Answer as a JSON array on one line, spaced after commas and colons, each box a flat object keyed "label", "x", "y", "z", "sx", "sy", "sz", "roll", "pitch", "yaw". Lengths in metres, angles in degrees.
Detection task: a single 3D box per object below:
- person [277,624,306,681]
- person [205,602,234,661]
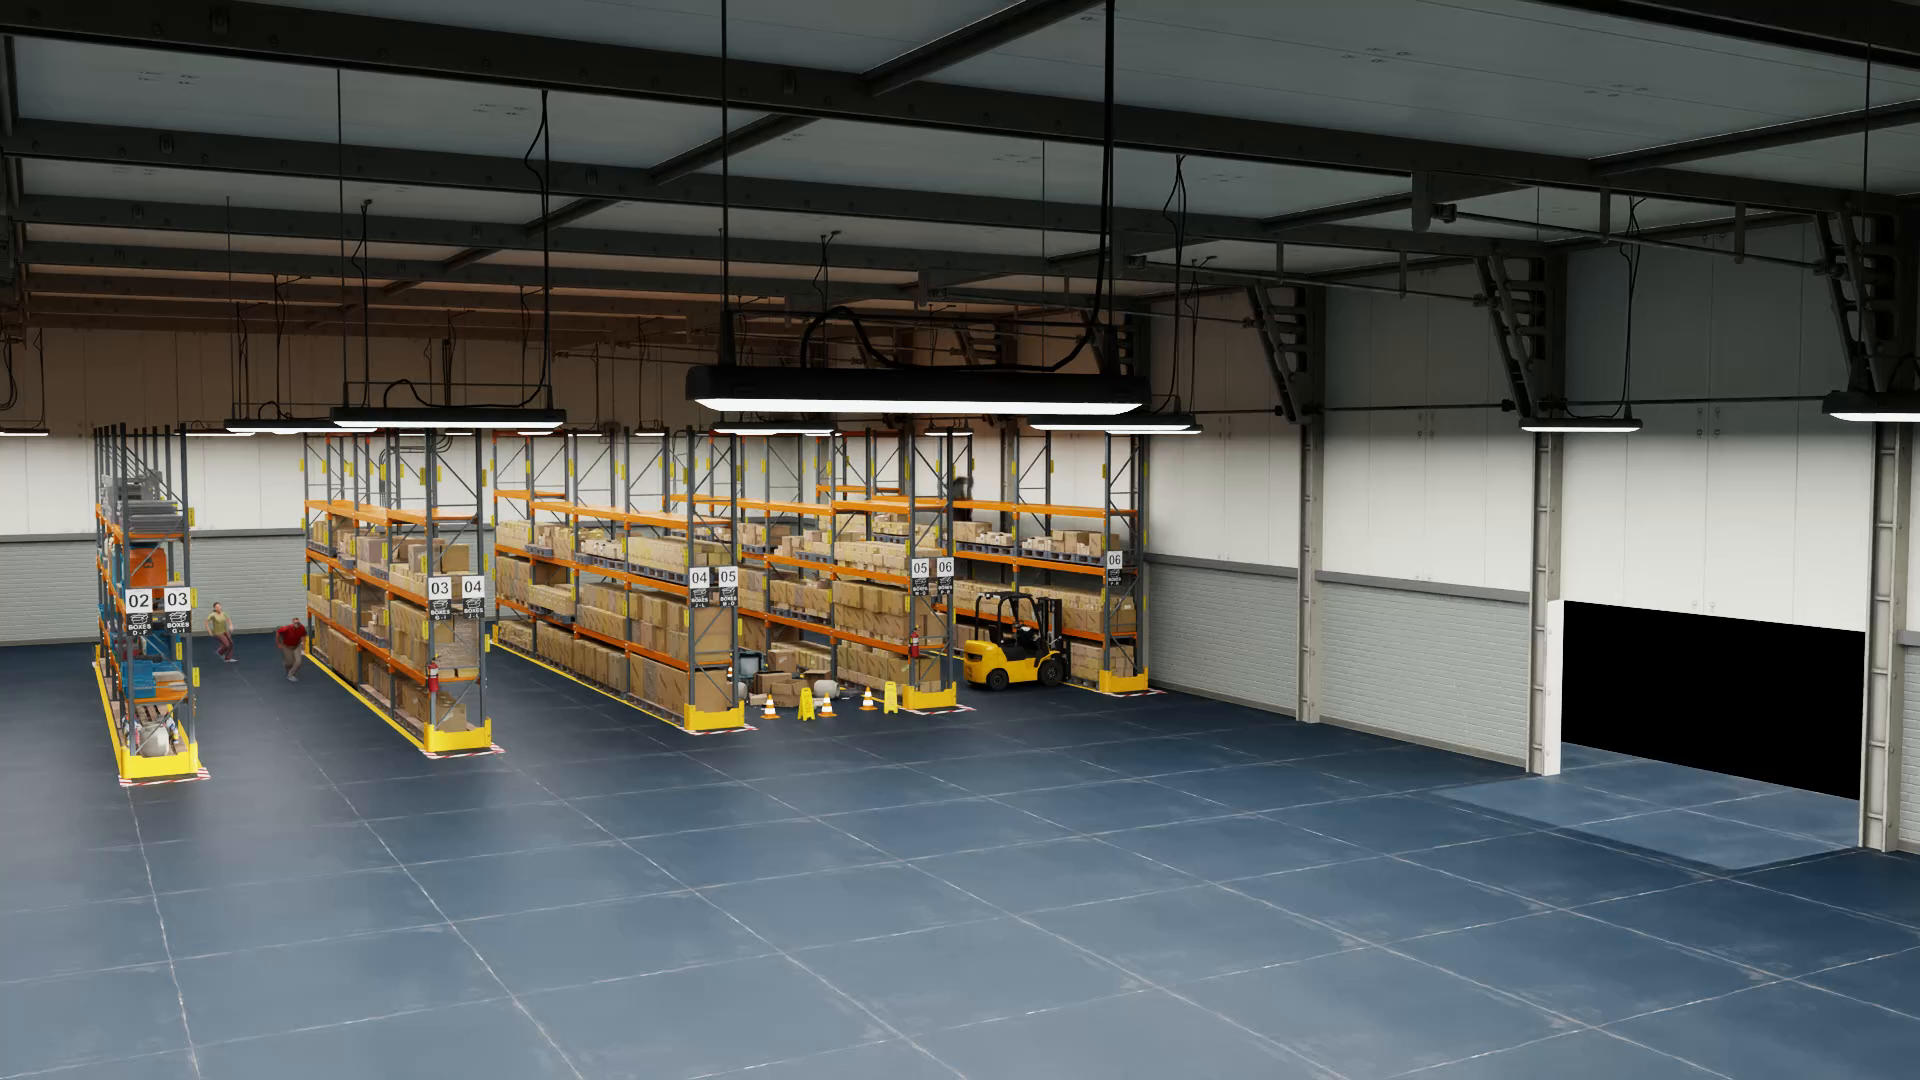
[{"label": "person", "x": -15.875, "y": 2.672, "z": 39.408, "sx": 0.658, "sy": 1.365, "sz": 0.759, "roll": -3, "pitch": 4, "yaw": -40}, {"label": "person", "x": -18.863, "y": 2.351, "z": 42.451, "sx": 0.473, "sy": 1.529, "sz": 0.657, "roll": 2, "pitch": 4, "yaw": 30}]
